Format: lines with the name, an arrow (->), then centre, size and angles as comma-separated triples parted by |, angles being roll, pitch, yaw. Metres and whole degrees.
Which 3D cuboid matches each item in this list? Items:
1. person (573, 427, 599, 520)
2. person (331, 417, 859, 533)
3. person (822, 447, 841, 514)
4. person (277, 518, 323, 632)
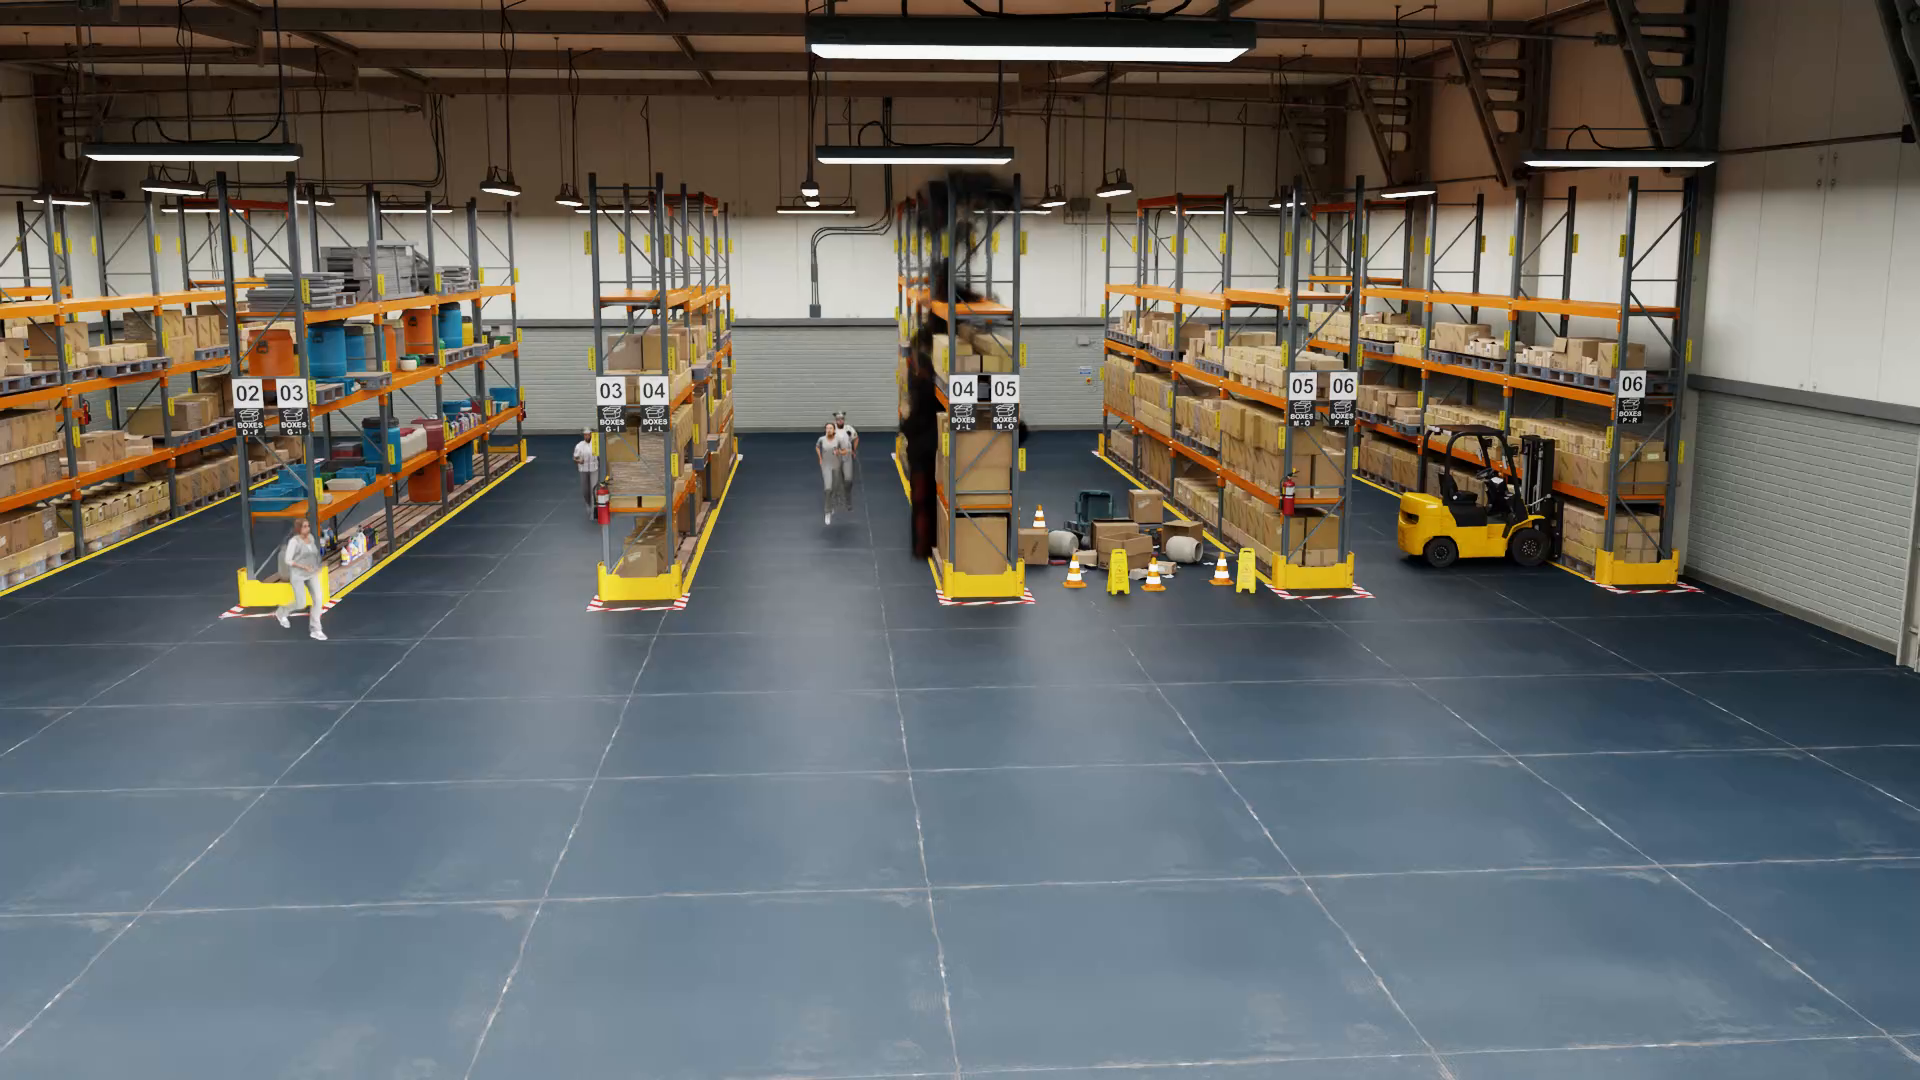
person -> -6.879, -1.267, 30.900 | 0.577, 1.693, 0.941 | -2, 10, -10
person -> -6.007, -1.115, 28.627 | 8.675, 1.797, 3.219 | -1, 10, -6
person -> -2.266, -1.081, 29.235 | 0.338, 1.172, 0.561 | -1, 10, -8
person -> -8.487, 0.441, 21.403 | 0.789, 1.491, 0.500 | 5, 11, 28
